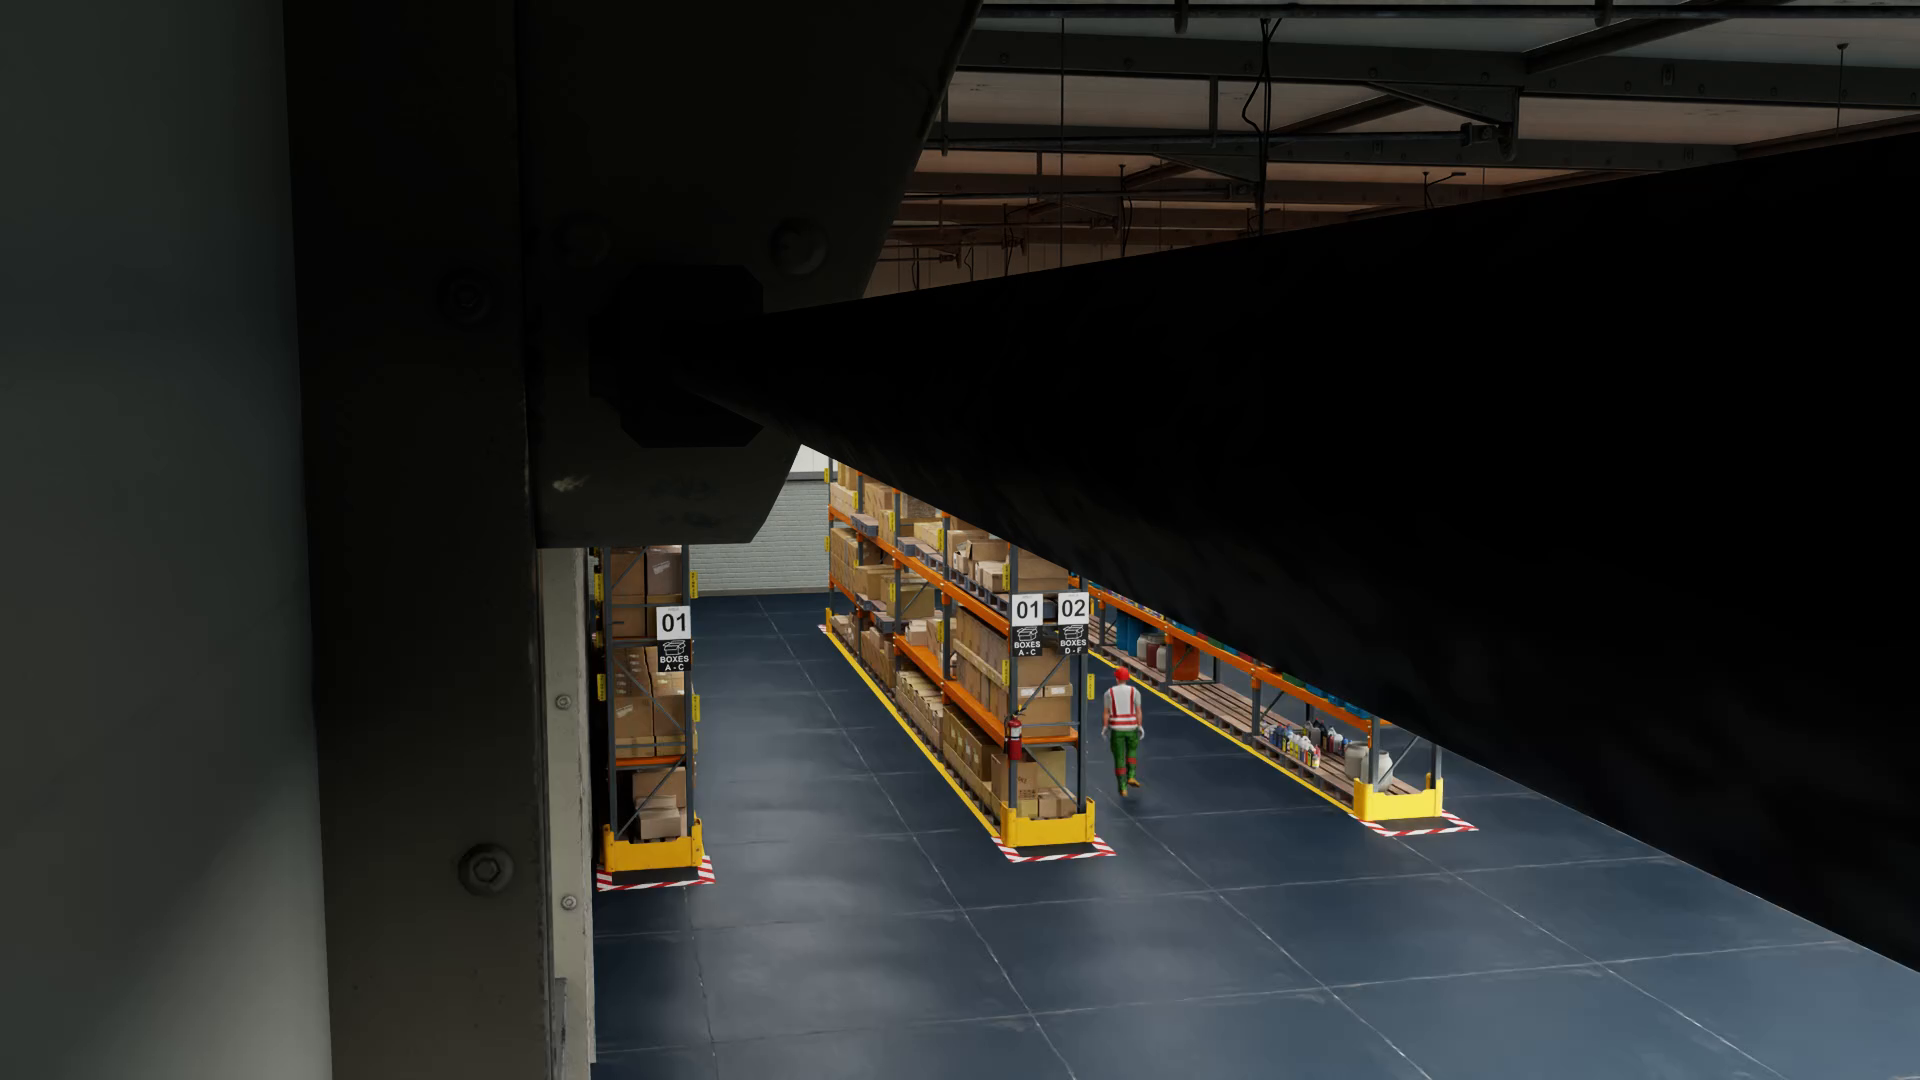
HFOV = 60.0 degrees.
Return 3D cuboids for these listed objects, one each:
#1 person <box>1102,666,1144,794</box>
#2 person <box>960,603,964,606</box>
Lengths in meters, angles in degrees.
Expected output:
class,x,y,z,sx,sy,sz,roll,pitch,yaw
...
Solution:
class,x,y,z,sx,sy,sz,roll,pitch,yaw
person,2.291,2.657,23.424,0.582,1.773,0.494,0,7,-1
person,0.262,1.470,33.695,0.539,1.733,0.948,-2,7,-16
